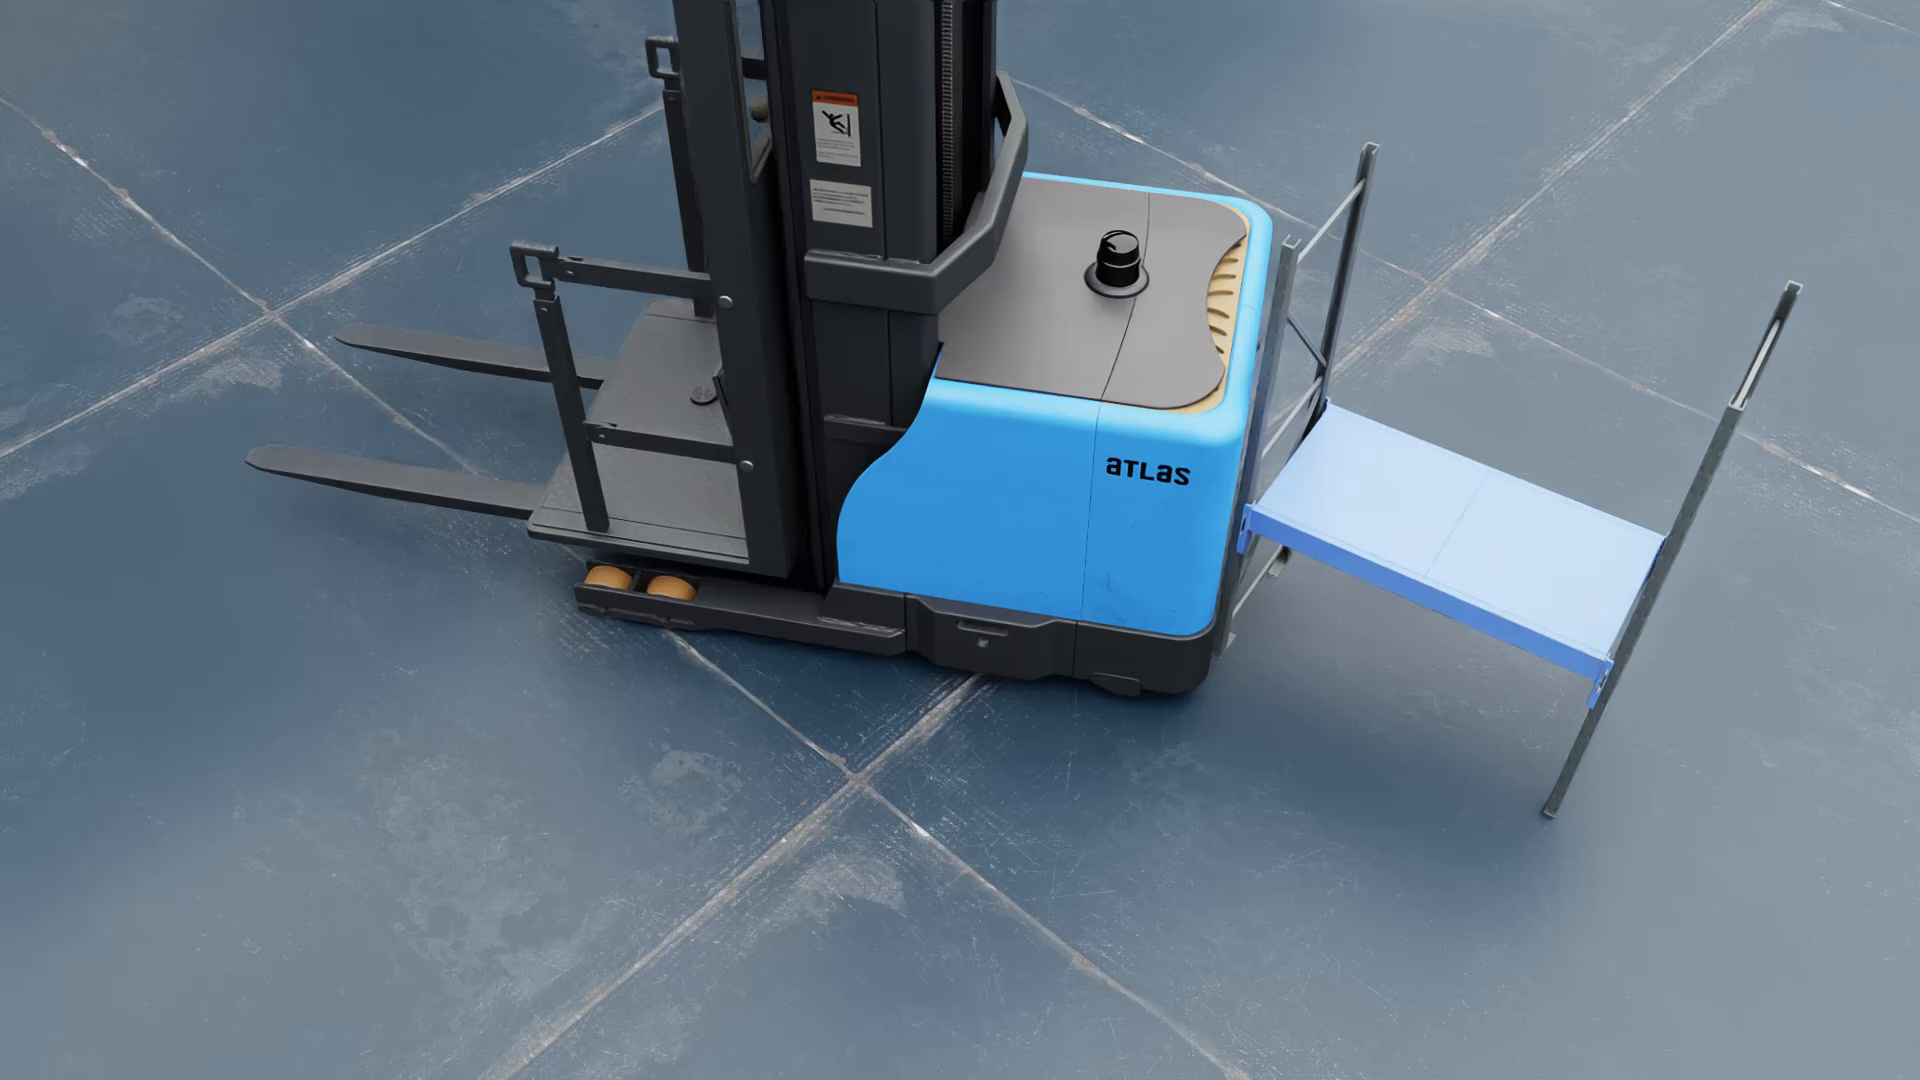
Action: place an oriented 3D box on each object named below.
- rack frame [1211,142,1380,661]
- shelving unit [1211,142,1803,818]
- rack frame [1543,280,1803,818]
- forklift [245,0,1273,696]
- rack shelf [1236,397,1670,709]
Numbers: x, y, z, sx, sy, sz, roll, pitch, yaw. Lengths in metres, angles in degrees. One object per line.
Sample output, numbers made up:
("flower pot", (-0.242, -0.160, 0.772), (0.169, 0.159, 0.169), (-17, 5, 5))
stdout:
("rack frame", (0.890, -0.315, 4.517), (0.032, 1.500, 0.500), (25, 52, 22))
("shelving unit", (1.317, -0.114, 4.328), (1.048, 1.500, 0.538), (25, 52, 22))
("rack frame", (1.743, 0.087, 4.139), (0.032, 1.500, 0.500), (25, 52, 22))
("forklift", (-0.679, -1.105, 4.277), (3.031, 2.935, 1.130), (9, 47, 8))
("rack shelf", (1.317, 0.009, 4.459), (1.000, 0.185, 0.538), (25, 52, 22))
